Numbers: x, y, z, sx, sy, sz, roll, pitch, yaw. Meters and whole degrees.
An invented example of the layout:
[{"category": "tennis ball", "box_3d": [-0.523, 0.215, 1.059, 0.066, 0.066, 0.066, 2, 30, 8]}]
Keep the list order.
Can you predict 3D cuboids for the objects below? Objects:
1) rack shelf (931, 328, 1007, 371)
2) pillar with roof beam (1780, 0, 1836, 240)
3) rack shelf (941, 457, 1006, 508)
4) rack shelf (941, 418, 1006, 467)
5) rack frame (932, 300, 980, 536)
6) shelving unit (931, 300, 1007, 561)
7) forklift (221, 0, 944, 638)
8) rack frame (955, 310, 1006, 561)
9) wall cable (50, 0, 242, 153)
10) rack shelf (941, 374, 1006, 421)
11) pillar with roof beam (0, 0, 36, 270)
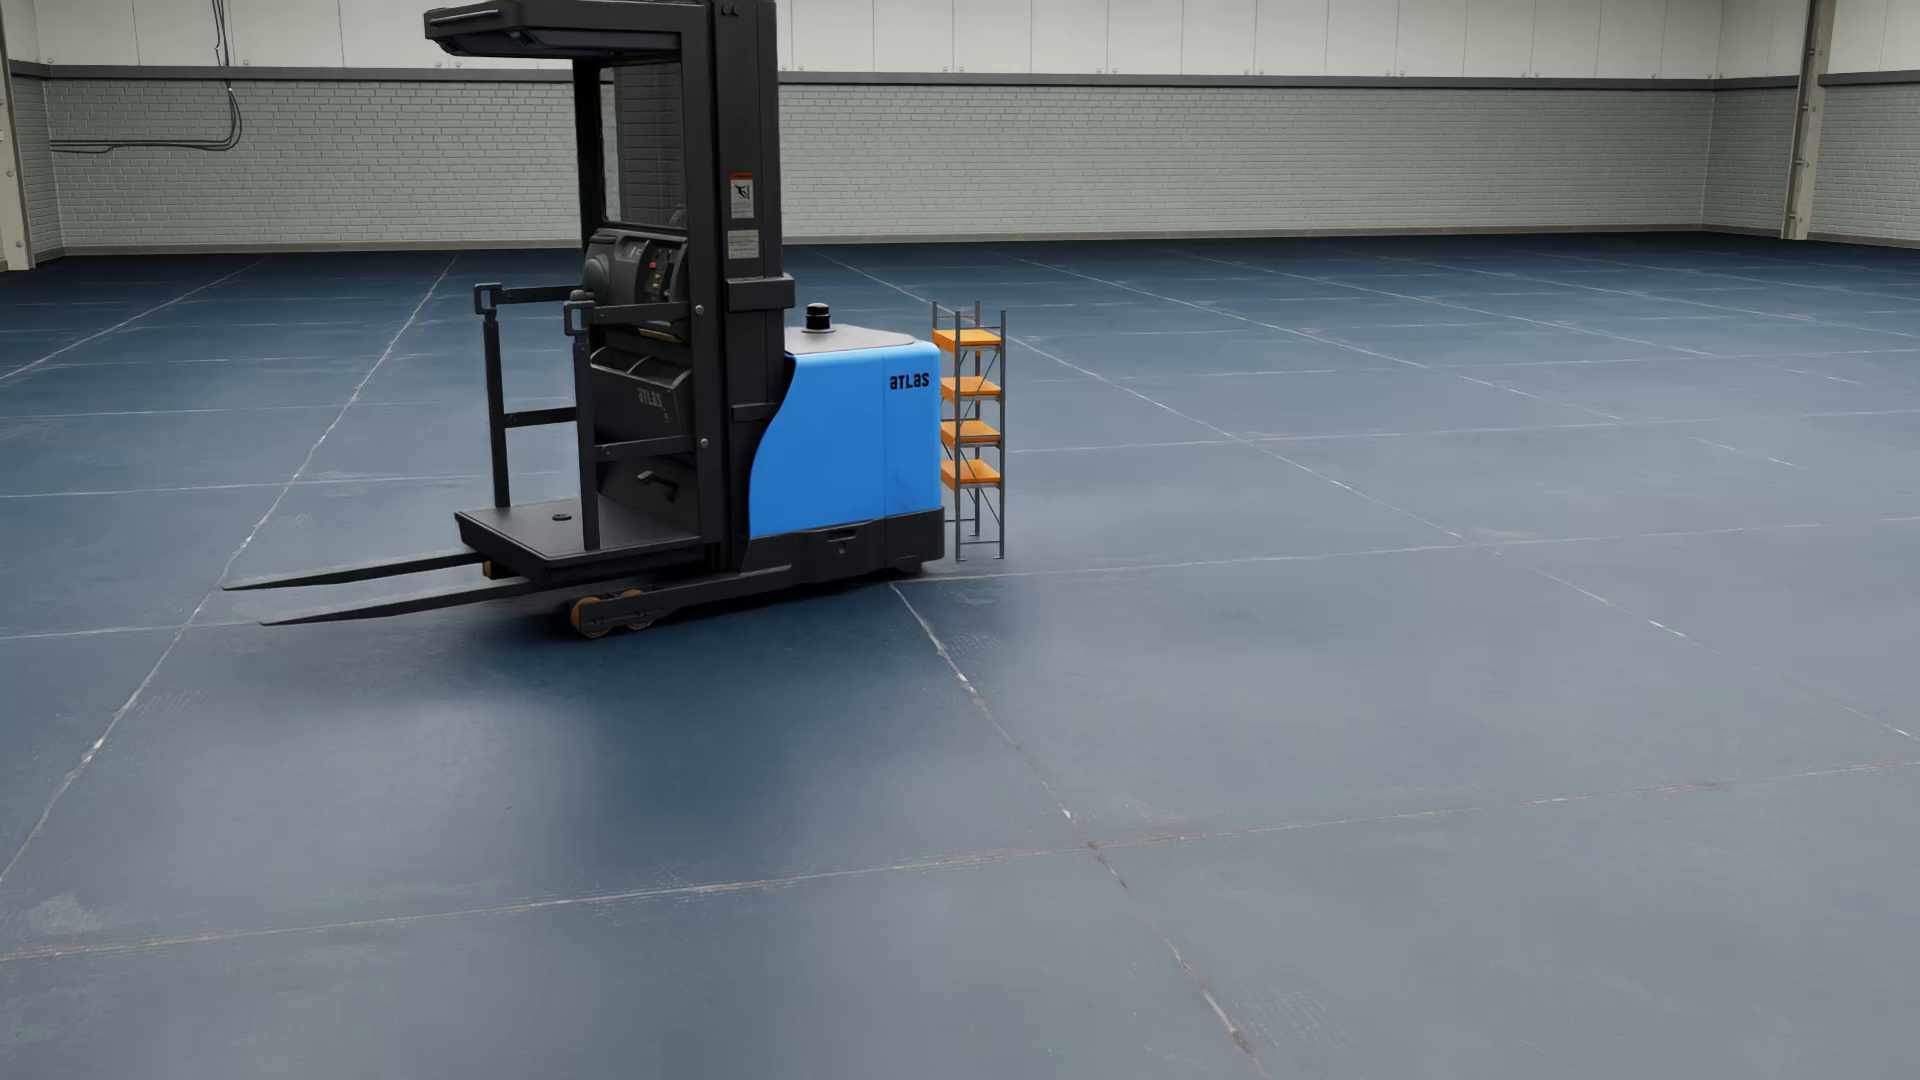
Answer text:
[{"category": "rack shelf", "box_3d": [0.039, -0.926, 8.035, 0.258, 0.148, 0.480, -3, 14, -13]}, {"category": "pillar with roof beam", "box_3d": [12.128, -10.018, 30.471, 9.100, 9.000, 0.400, -3, 14, -13]}, {"category": "rack shelf", "box_3d": [0.039, -0.286, 8.191, 0.258, 0.148, 0.480, -3, 14, -13]}, {"category": "rack shelf", "box_3d": [0.039, -0.479, 8.144, 0.258, 0.148, 0.480, -3, 14, -13]}, {"category": "rack frame", "box_3d": [-0.018, -0.601, 8.359, 0.240, 1.200, 0.015, -3, 14, -13]}, {"category": "shelving unit", "box_3d": [0.039, -0.545, 8.128, 0.258, 1.200, 0.503, -3, 14, -13]}, {"category": "forklift", "box_3d": [-1.567, -1.166, 7.026, 3.031, 2.935, 1.130, -10, 17, -35]}, {"category": "rack frame", "box_3d": [0.096, -0.488, 7.898, 0.240, 1.200, 0.015, -3, 14, -13]}, {"category": "wall cable", "box_3d": [-13.713, -7.747, 27.718, 3.097, 2.526, 0.112, -3, 14, -13]}, {"category": "rack shelf", "box_3d": [0.039, -0.697, 8.091, 0.258, 0.148, 0.480, -3, 14, -13]}, {"category": "pillar with roof beam", "box_3d": [-10.122, -8.742, 25.249, 9.100, 9.000, 0.400, -3, 14, -13]}]
